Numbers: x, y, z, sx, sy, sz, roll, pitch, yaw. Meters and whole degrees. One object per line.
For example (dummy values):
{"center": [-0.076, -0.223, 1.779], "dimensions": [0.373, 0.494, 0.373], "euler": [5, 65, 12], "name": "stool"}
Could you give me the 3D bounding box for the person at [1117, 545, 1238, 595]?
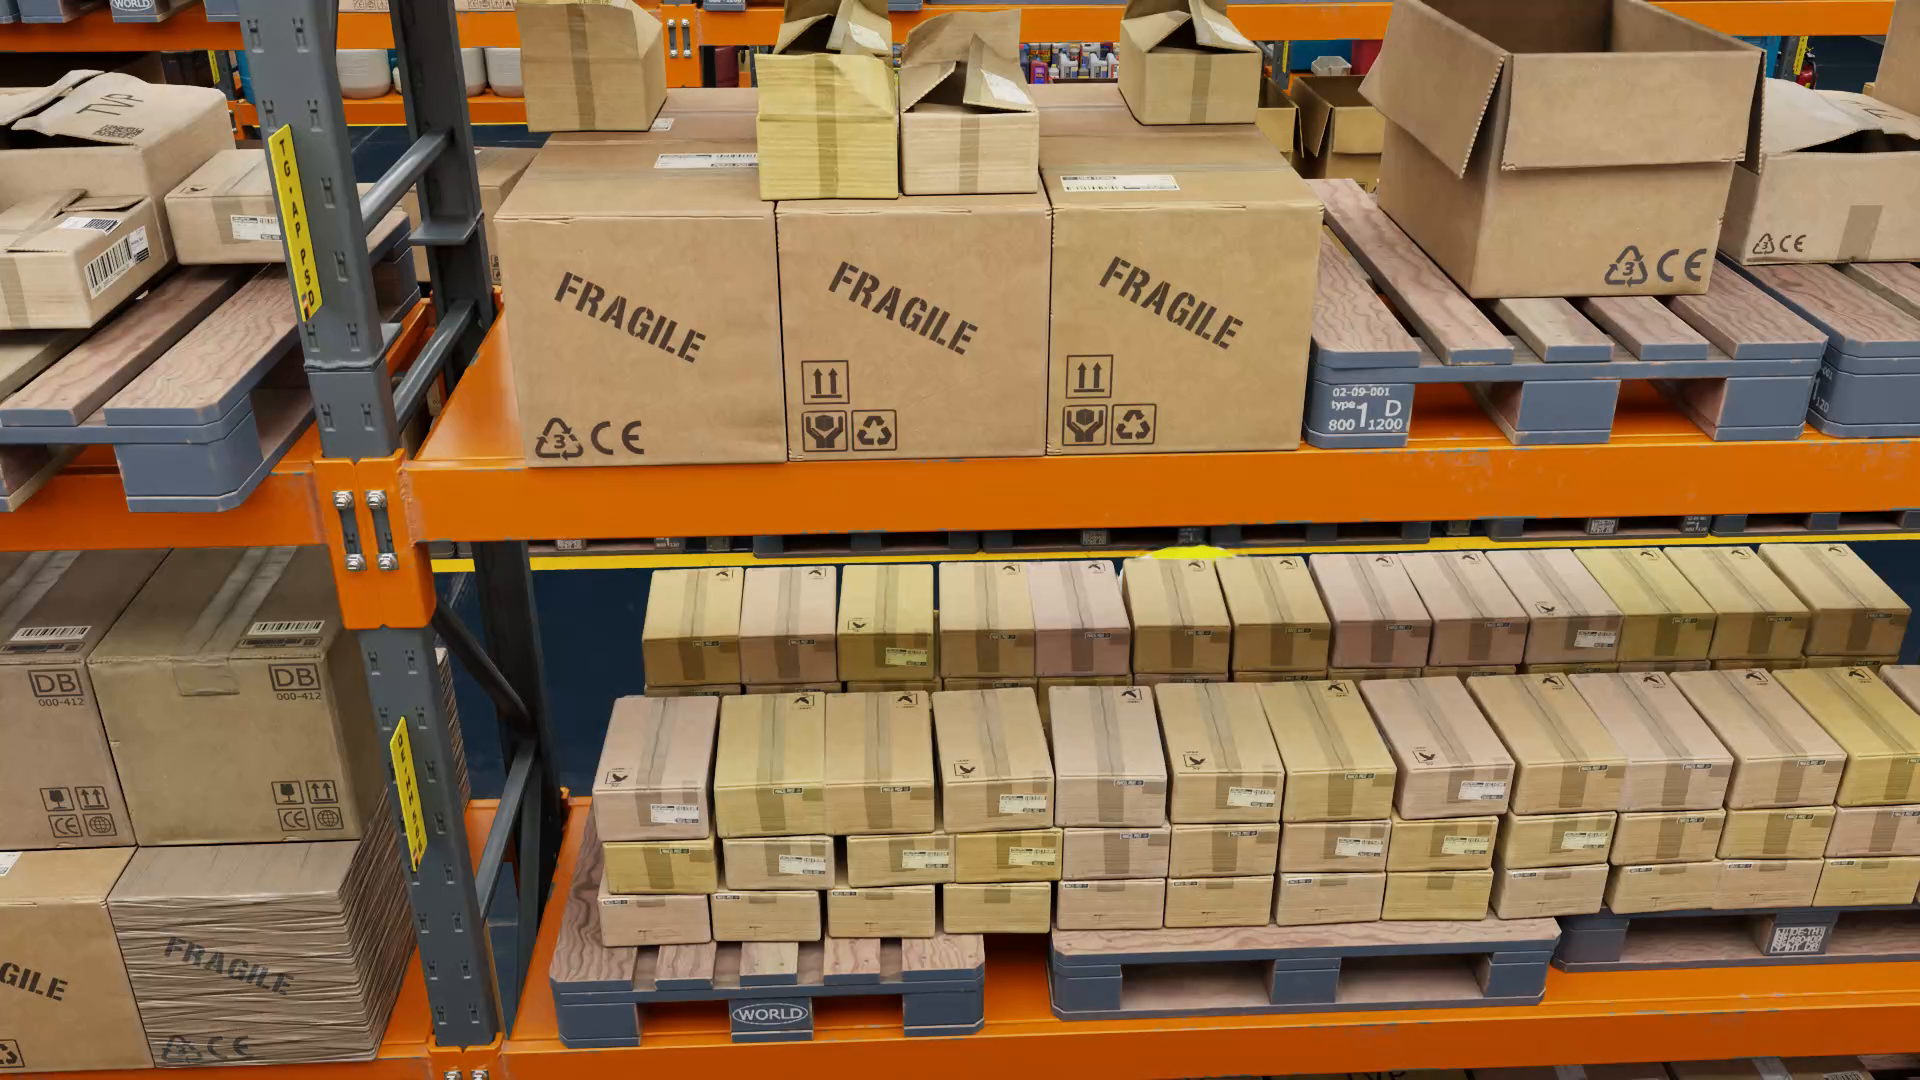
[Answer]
{"center": [0.943, 0.429, 6.979], "dimensions": [0.606, 1.112, 0.869], "euler": [-1, 27, -2], "name": "person"}
